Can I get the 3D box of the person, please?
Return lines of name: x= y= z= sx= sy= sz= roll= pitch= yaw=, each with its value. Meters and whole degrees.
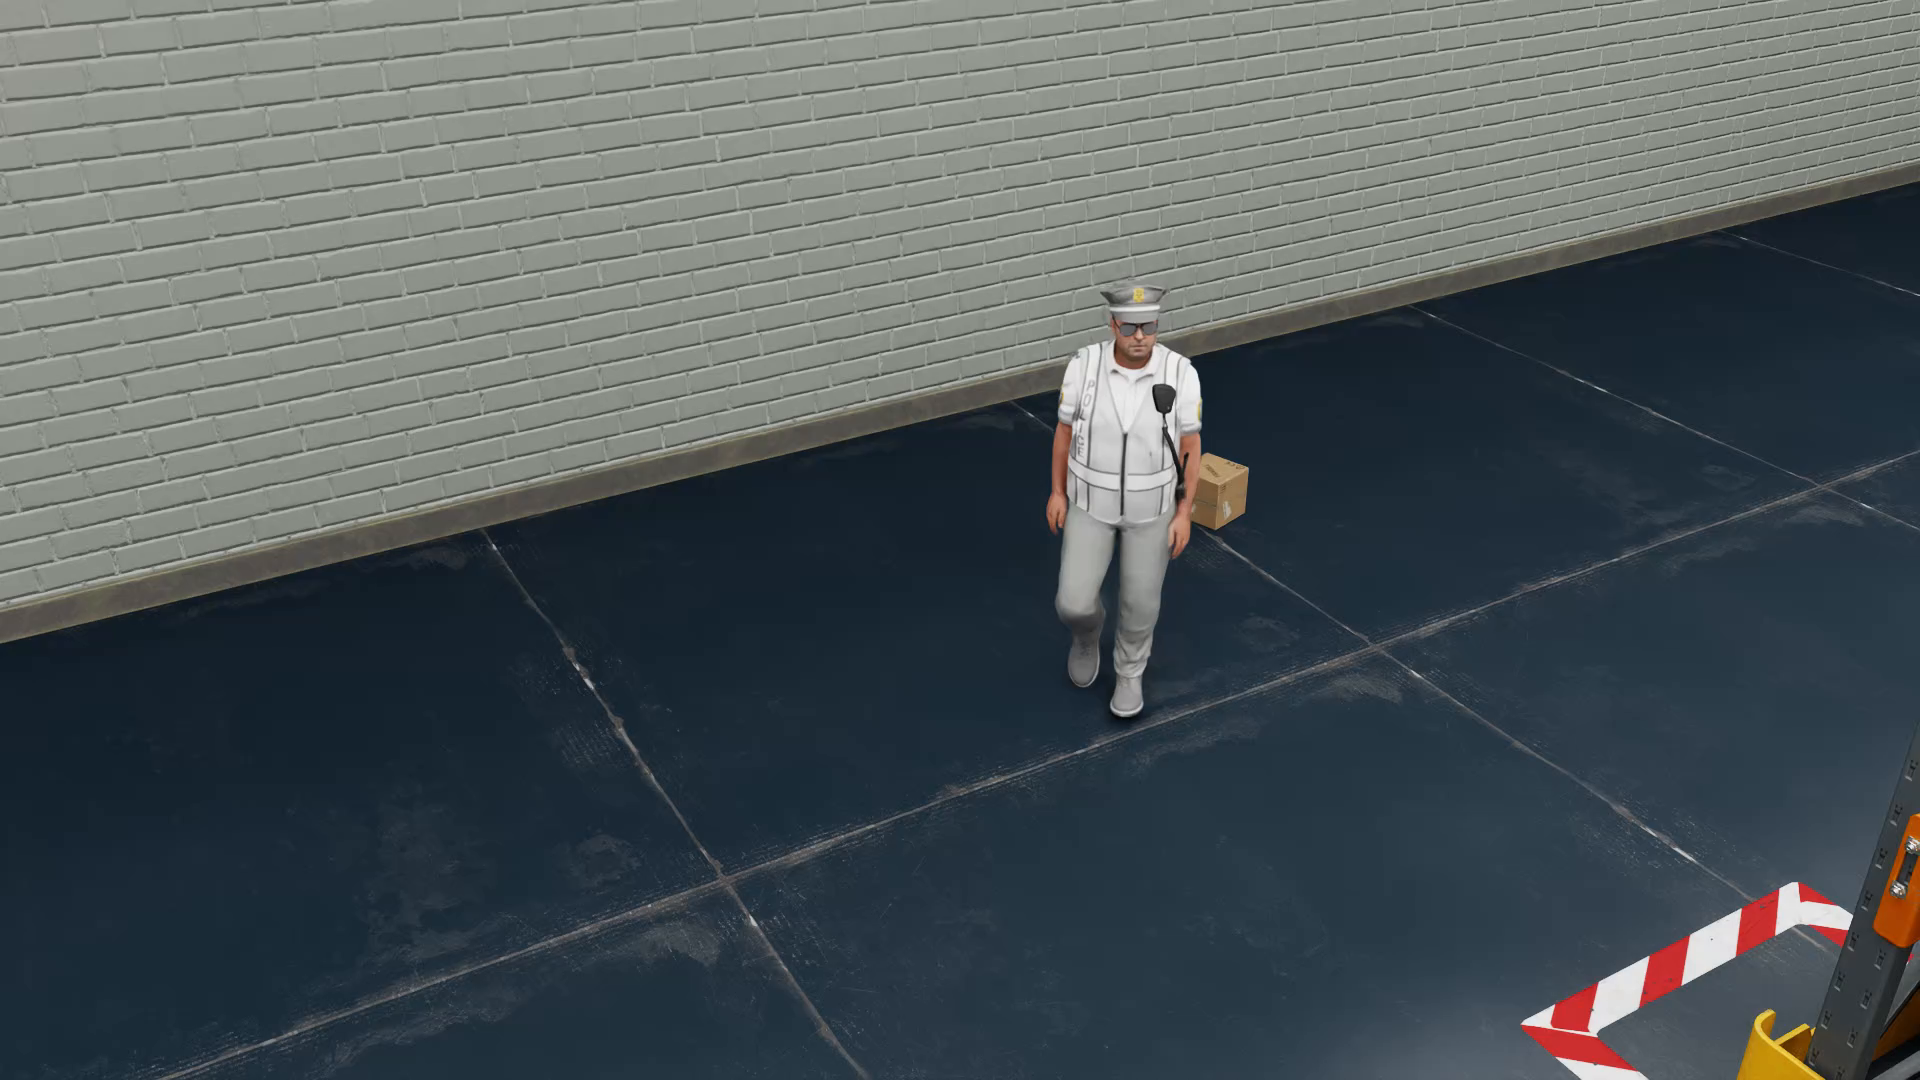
person: x=0.612 y=-0.142 z=6.313 sx=0.571 sy=1.782 sz=0.483 roll=3 pitch=29 yaw=5
